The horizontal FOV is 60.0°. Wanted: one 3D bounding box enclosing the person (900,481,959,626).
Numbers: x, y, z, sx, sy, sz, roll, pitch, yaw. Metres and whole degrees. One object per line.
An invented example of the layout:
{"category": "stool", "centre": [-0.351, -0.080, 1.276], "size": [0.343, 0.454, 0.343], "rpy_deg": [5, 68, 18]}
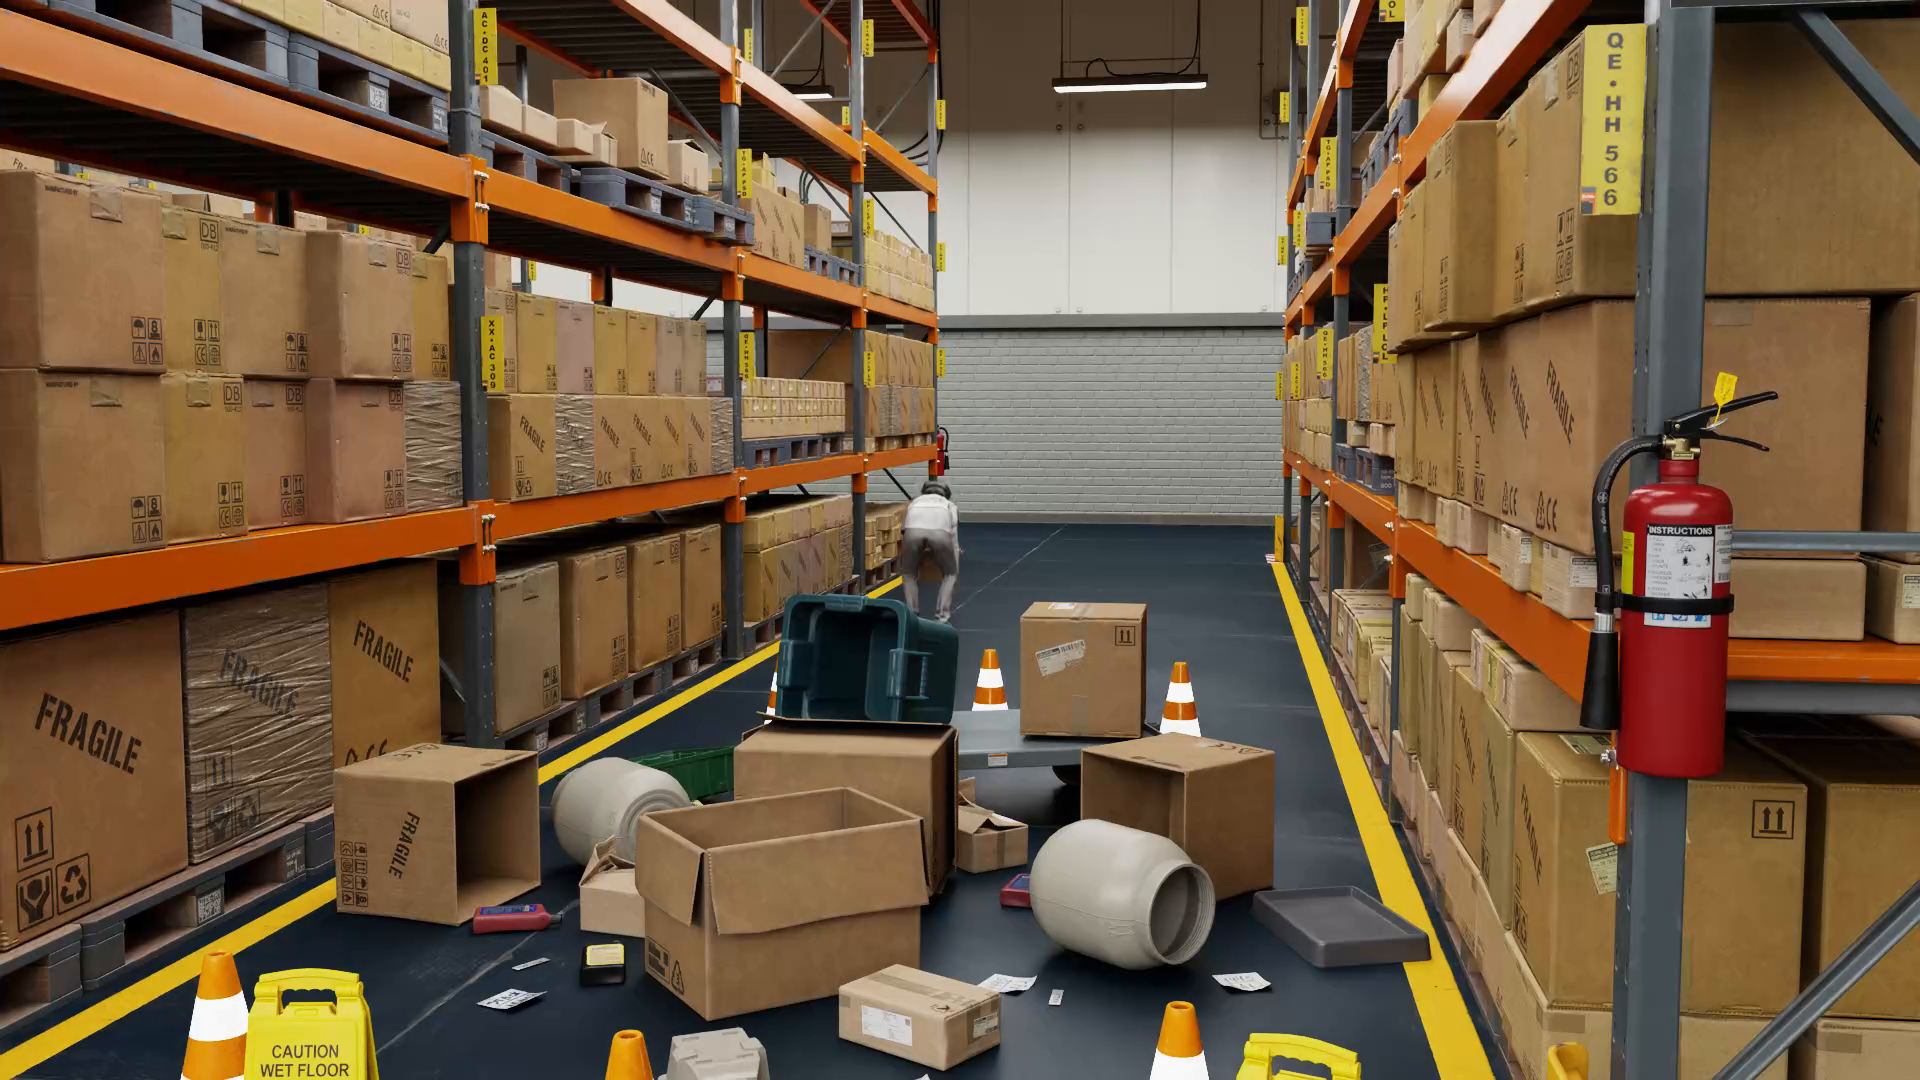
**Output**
{"category": "person", "centre": [-0.229, 0.122, 13.125], "size": [0.442, 1.148, 0.915], "rpy_deg": [0, 5, 6]}
